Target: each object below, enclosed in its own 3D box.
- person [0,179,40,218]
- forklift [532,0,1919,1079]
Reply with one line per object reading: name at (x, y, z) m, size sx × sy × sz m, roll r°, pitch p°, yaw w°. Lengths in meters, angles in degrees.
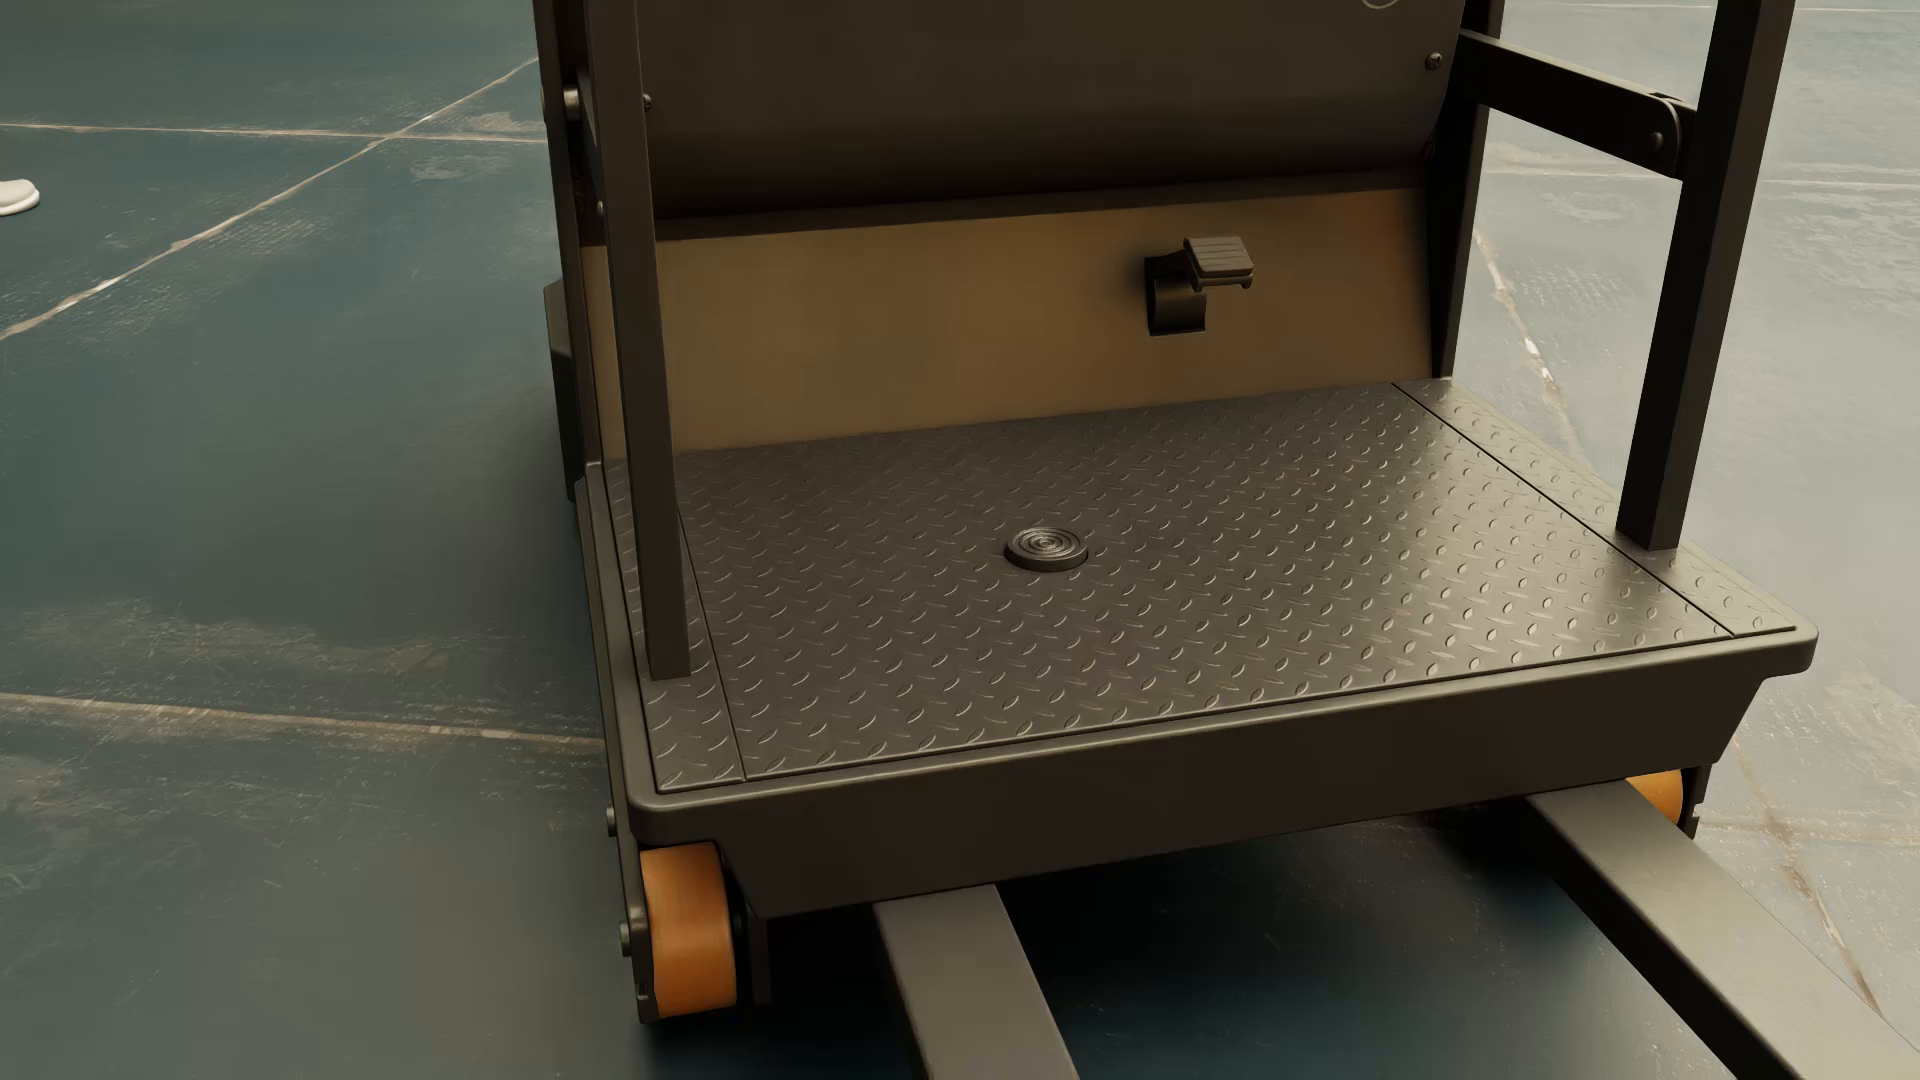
person at (-2.595, -1.599, 3.771) m, size 0.525 × 1.730 × 0.348 m, roll 12°, pitch 29°, yaw 22°
forklift at (0.153, -1.049, 1.319) m, size 1.130 × 2.935 × 3.031 m, roll -7°, pitch 27°, yaw -13°
